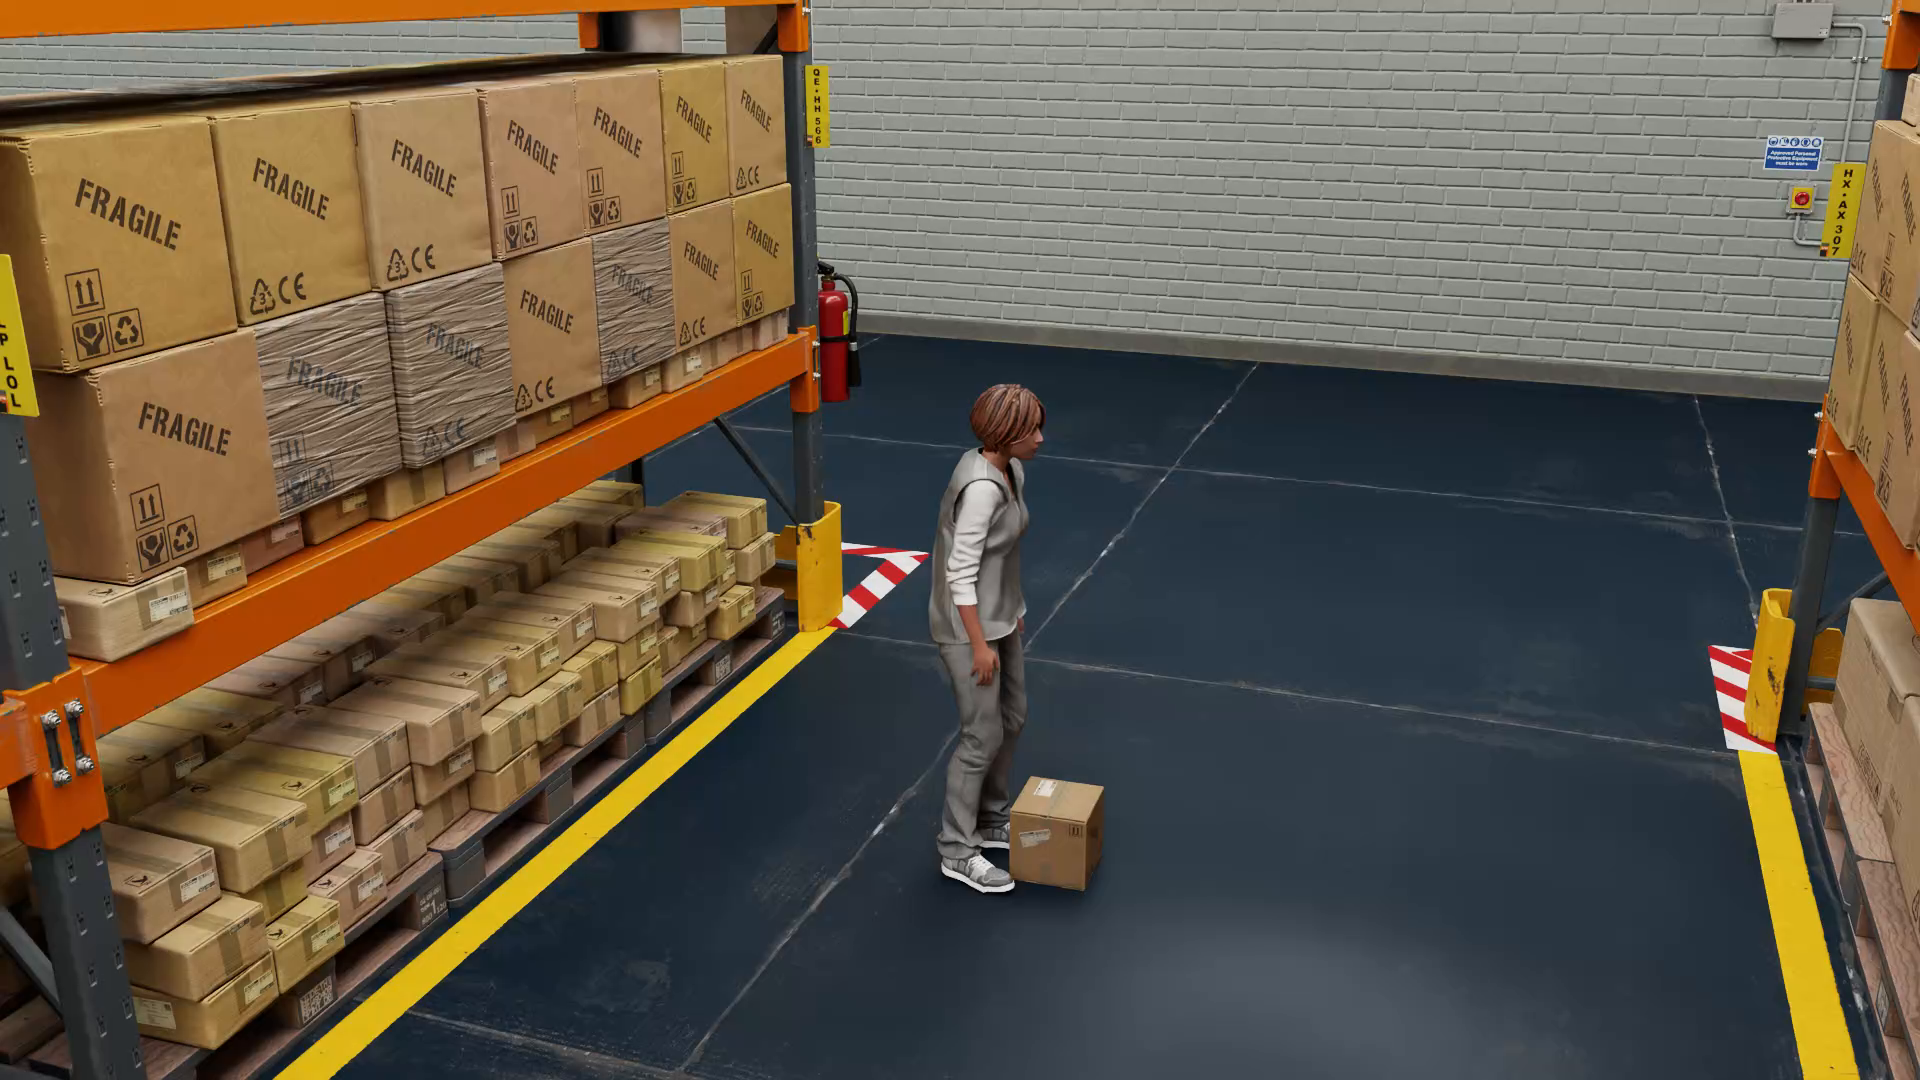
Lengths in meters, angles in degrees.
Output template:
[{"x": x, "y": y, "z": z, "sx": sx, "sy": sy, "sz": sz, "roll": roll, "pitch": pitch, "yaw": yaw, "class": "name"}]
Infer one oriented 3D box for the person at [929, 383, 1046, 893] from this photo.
[{"x": 0.096, "y": 0.295, "z": 5.238, "sx": 0.370, "sy": 1.582, "sz": 0.484, "roll": 5, "pitch": 20, "yaw": 15, "class": "person"}]
